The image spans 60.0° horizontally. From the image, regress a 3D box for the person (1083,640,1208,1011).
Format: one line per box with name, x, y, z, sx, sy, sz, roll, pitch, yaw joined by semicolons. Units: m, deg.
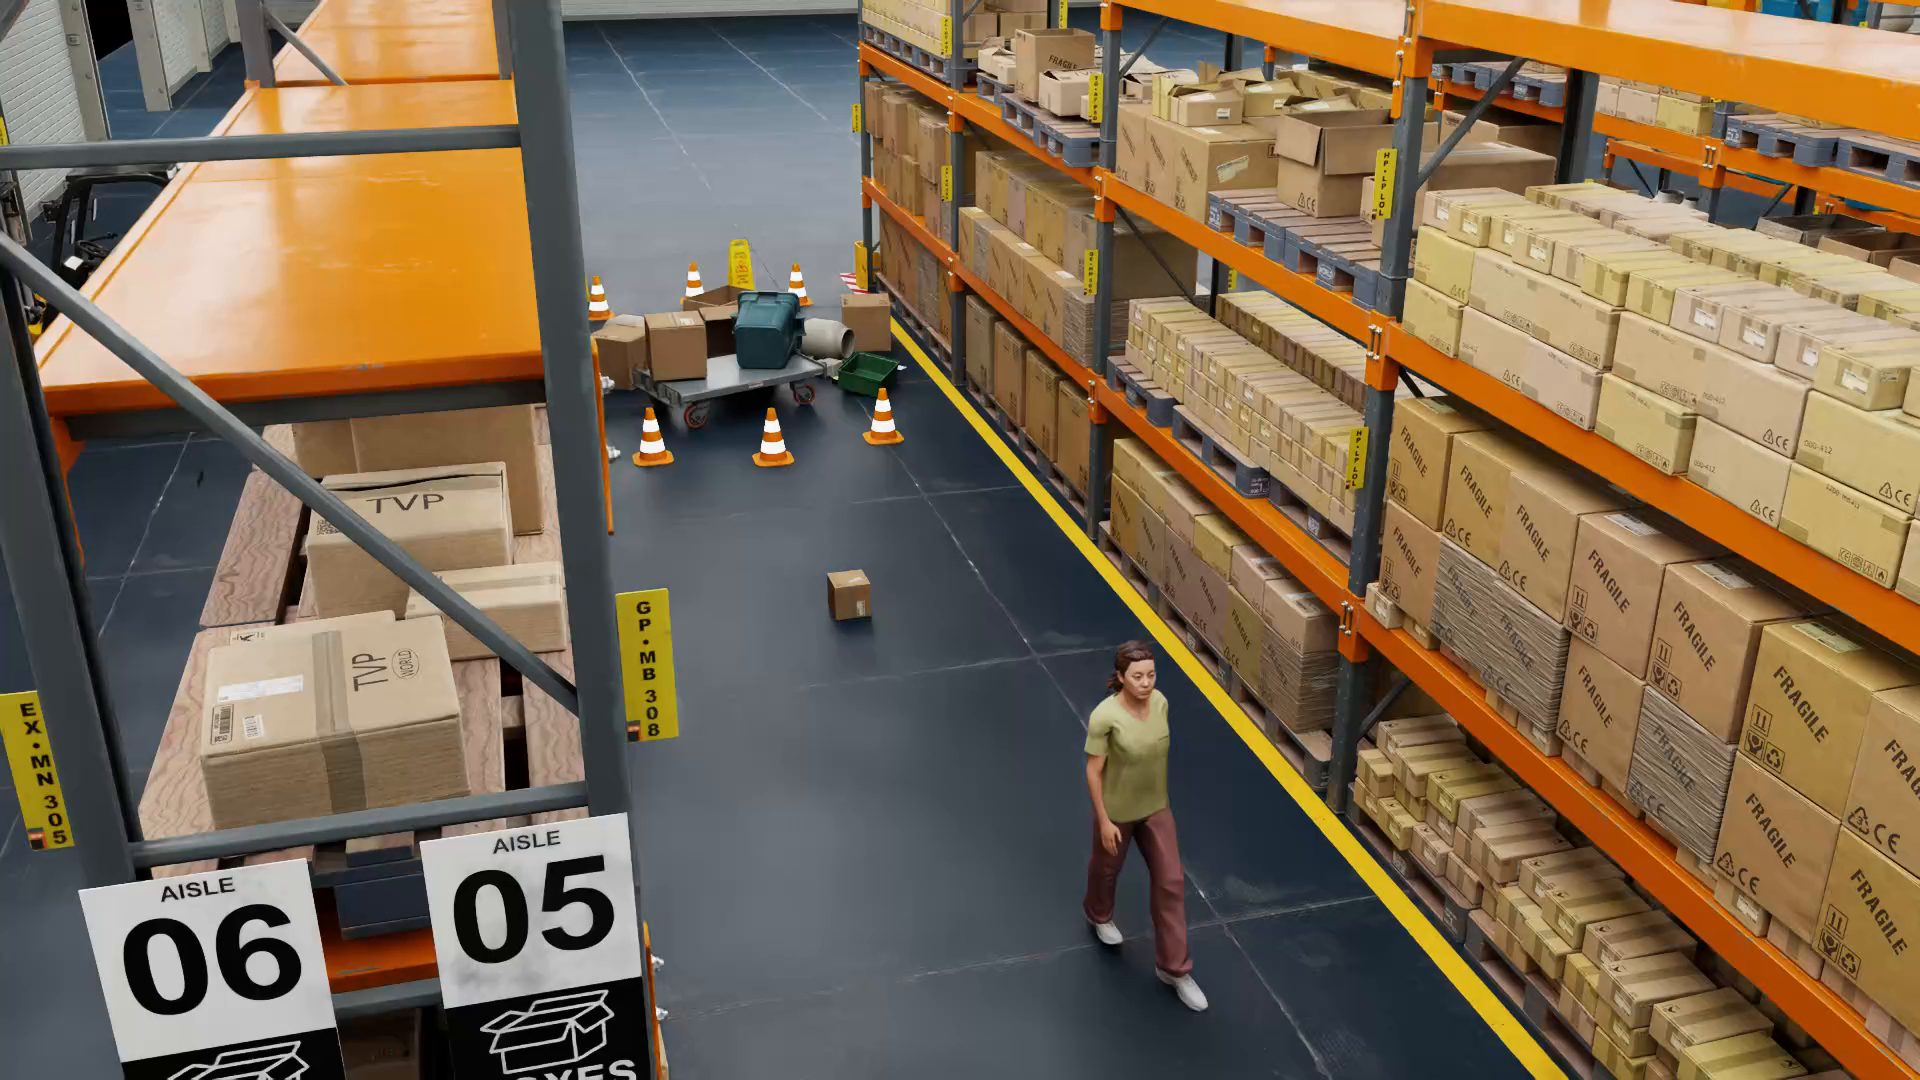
person;0.816;1.271;7.604;0.479;1.669;0.843;-10;25;-21
